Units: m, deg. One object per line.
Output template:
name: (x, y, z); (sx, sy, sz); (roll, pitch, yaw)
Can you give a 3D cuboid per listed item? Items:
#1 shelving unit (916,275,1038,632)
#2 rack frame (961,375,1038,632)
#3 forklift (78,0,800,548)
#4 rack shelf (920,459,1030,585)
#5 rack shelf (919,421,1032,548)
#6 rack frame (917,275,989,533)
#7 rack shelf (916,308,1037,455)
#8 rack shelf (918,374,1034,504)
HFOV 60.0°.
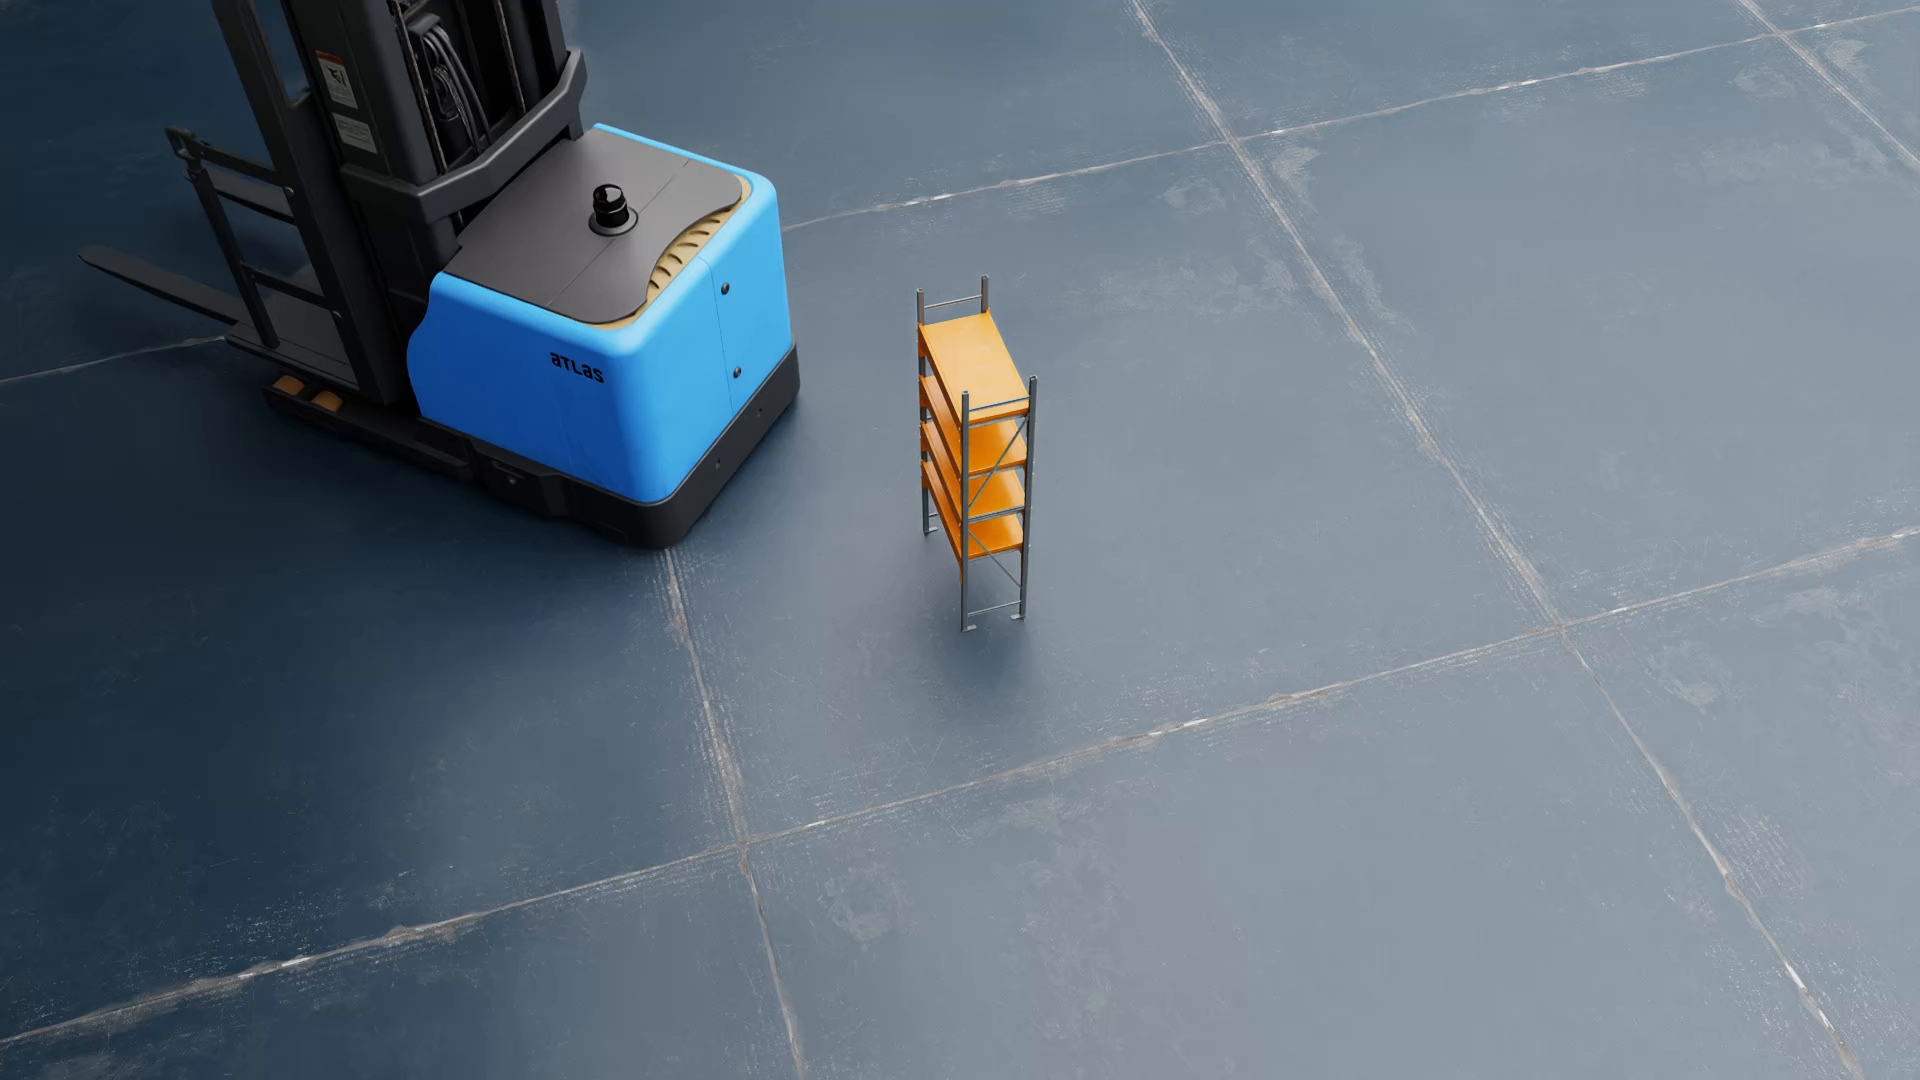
shelving unit: (0.049, -0.266, 5.689); (0.258, 1.200, 0.503); (-13, 51, -11)
rack frame: (0.121, -0.088, 5.539); (0.240, 1.200, 0.015); (-13, 51, -11)
forklift: (-2.195, -1.713, 5.777); (3.031, 2.935, 1.130); (21, 53, 17)
rack shelf: (0.049, -0.094, 5.893); (0.258, 0.148, 0.480); (-13, 51, -11)
rack shelf: (0.049, -0.222, 5.741); (0.258, 0.148, 0.480); (-13, 51, -11)
rack frame: (-0.023, -0.444, 5.840); (0.240, 1.200, 0.015); (-13, 51, -11)
rack shelf: (0.049, -0.519, 5.389); (0.258, 0.148, 0.480); (-13, 51, -11)
rack shelf: (0.049, -0.367, 5.570); (0.258, 0.148, 0.480); (-13, 51, -11)
